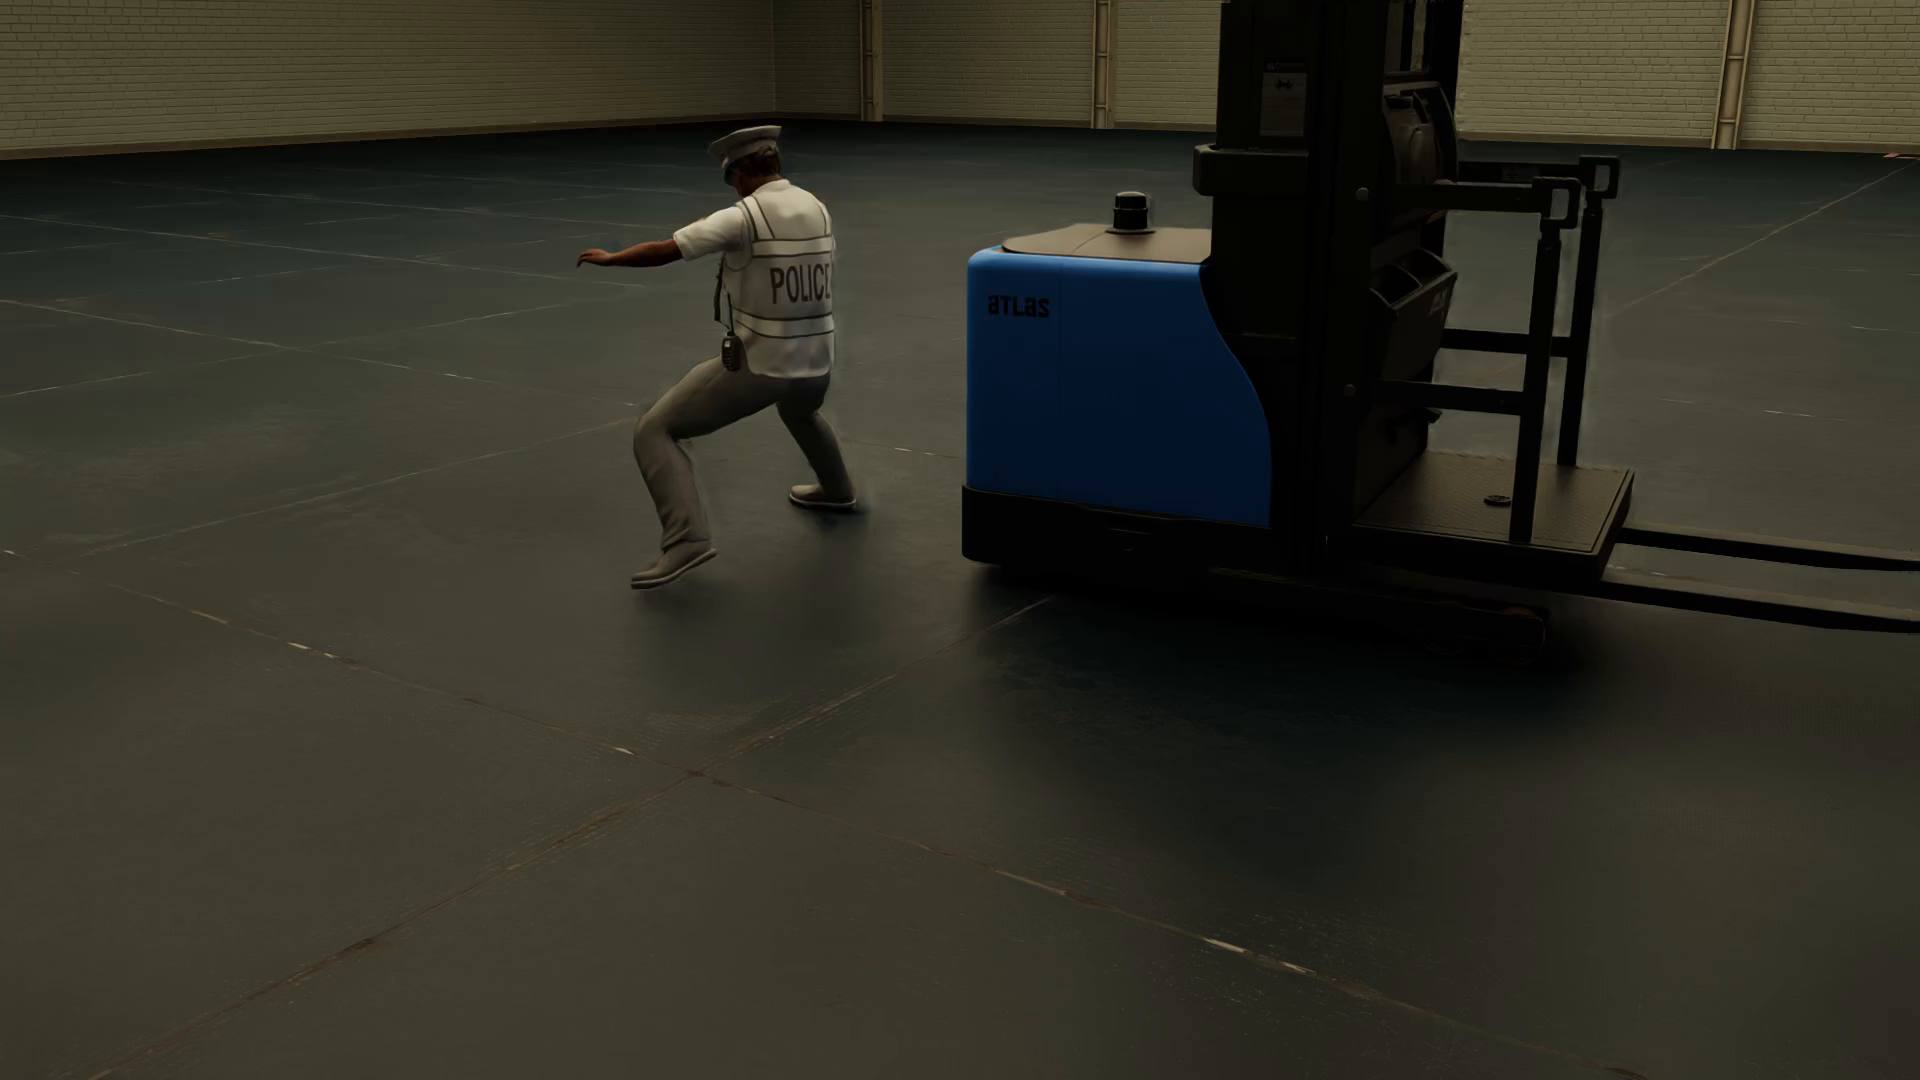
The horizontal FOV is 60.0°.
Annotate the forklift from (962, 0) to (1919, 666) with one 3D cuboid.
[{"bbox_3d":[1.560,-1.218,4.906,3.031,2.935,1.130,8,18,25],"label":"forklift"}]

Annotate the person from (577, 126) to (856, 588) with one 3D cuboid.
[{"bbox_3d":[-0.765,-0.672,5.663,0.681,1.438,1.224,15,23,42],"label":"person"}]
